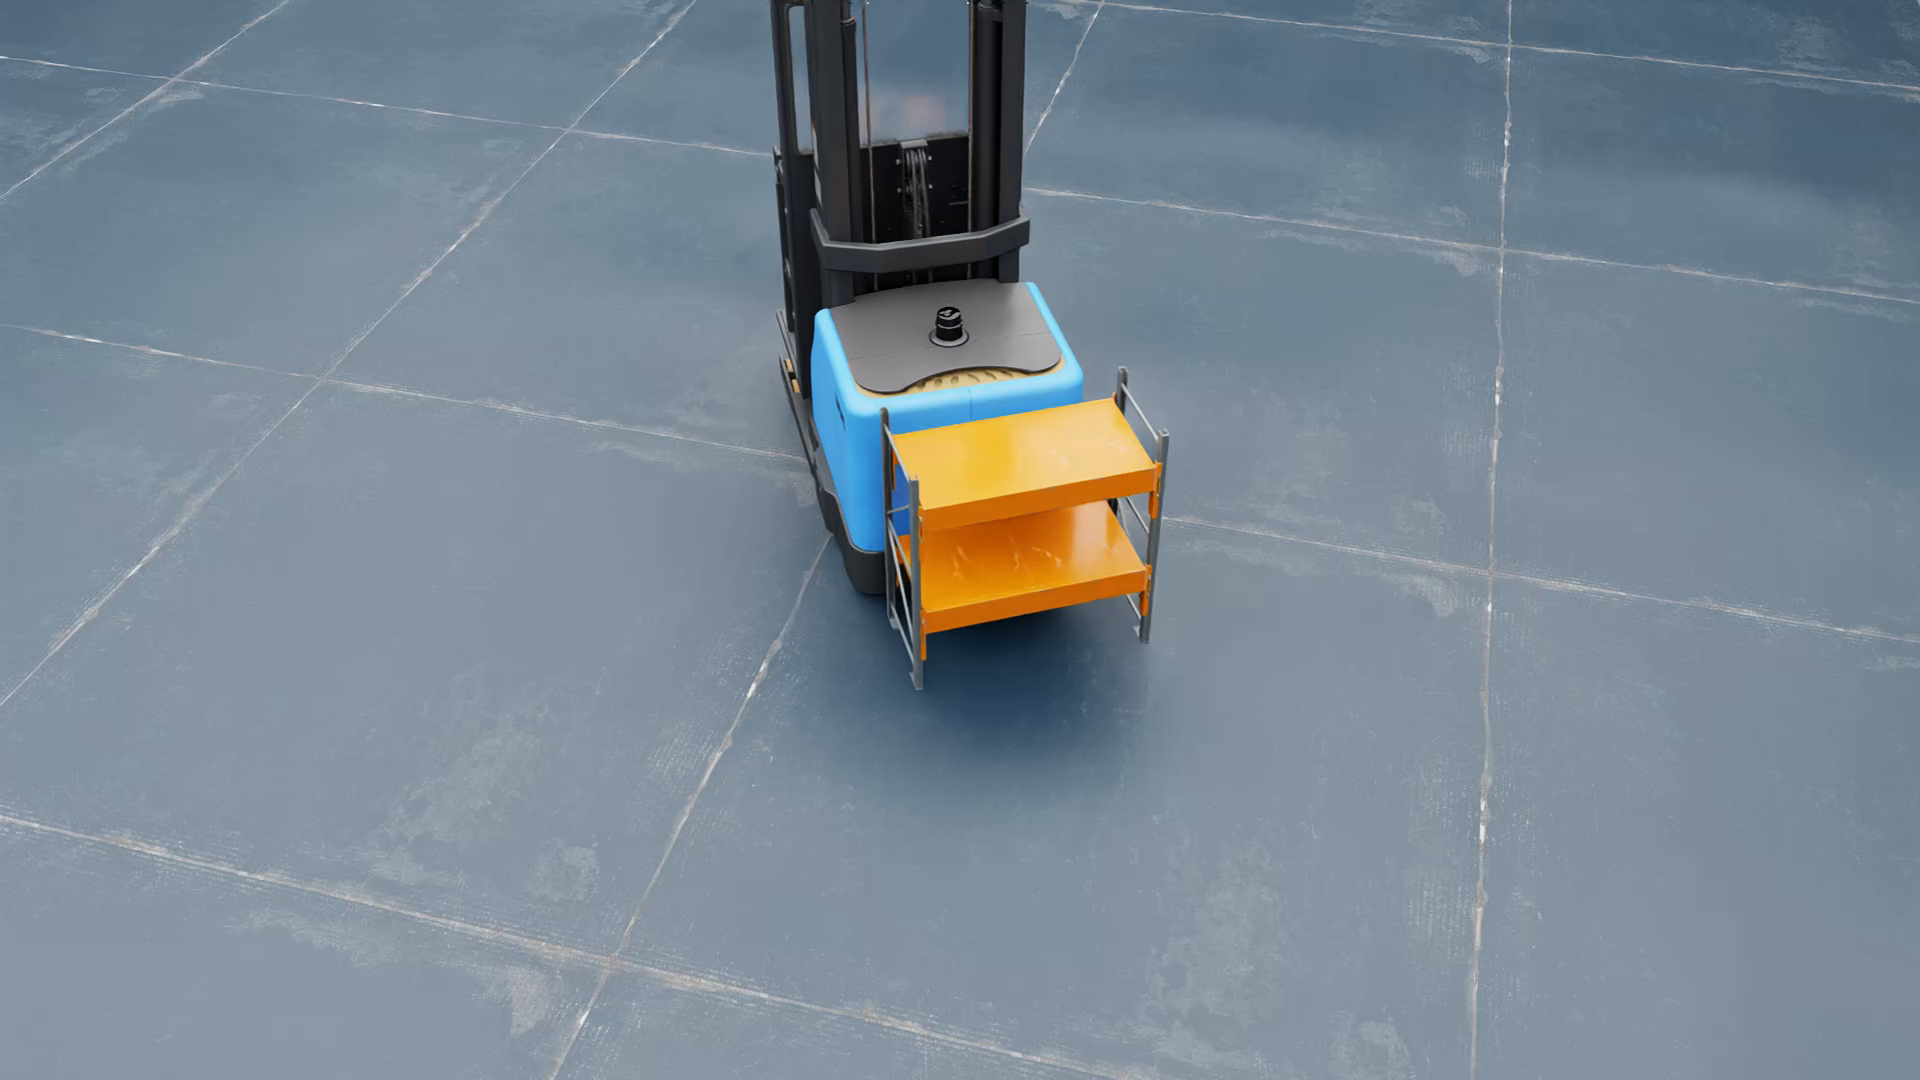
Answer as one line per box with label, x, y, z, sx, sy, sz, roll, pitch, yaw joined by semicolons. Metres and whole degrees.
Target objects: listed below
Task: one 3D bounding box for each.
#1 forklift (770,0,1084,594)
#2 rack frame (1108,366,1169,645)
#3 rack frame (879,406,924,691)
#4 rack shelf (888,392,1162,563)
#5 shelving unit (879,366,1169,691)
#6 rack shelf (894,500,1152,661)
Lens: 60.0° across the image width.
forklift;-0.317;-1.837;7.683;1.130;2.935;3.031;-9;41;-11
rack frame;0.737;-0.132;7.057;0.032;1.125;0.500;-11;41;-12
rack frame;-0.239;0.051;6.839;0.032;1.125;0.500;-11;41;-12
rack shelf;0.249;-0.265;6.760;1.000;0.278;0.538;-11;41;-12
shelving unit;0.249;-0.041;6.948;1.048;1.125;0.538;-11;41;-12
rack shelf;0.249;0.147;7.106;1.000;0.278;0.538;-11;41;-12
